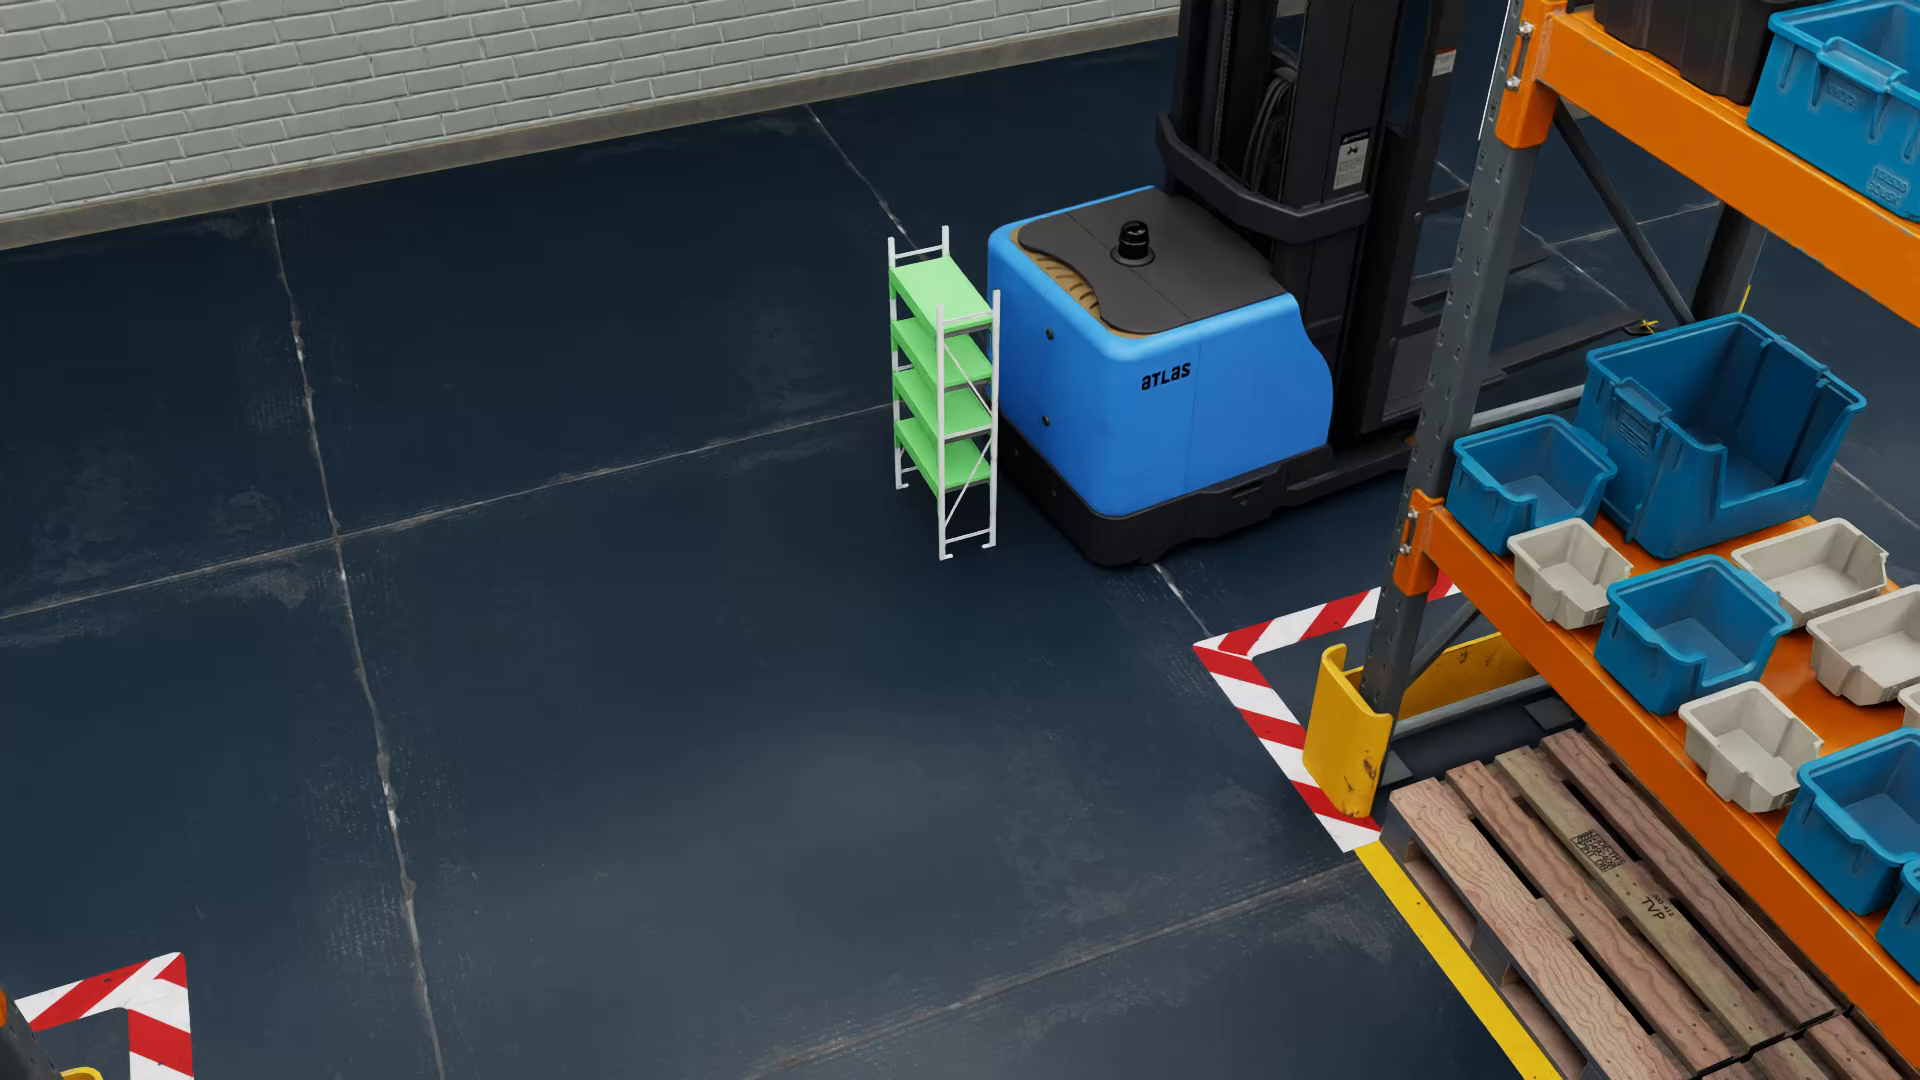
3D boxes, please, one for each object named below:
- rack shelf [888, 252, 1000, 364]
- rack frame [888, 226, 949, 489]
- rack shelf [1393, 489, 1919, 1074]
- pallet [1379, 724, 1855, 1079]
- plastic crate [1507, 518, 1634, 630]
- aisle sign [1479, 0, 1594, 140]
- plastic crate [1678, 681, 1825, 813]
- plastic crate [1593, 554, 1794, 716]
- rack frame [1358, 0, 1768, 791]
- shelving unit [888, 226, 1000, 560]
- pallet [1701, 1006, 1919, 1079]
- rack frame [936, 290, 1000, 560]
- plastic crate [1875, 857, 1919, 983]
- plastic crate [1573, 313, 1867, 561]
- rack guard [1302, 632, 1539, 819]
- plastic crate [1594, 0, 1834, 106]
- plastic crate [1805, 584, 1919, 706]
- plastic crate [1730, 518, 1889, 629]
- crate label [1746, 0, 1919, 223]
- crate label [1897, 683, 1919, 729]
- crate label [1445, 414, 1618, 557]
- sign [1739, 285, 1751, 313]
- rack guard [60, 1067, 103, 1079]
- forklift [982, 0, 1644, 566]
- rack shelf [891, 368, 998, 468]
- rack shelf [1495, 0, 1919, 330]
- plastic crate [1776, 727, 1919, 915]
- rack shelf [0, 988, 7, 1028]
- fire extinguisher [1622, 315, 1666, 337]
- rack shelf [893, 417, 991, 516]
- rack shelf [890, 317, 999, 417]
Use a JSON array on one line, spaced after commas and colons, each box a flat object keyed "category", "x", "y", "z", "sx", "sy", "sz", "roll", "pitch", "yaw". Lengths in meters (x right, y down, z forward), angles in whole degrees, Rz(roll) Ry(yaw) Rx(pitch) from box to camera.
[{"category": "rack shelf", "x": -0.063, "y": -0.870, "z": 6.203, "sx": 0.258, "sy": 0.148, "sz": 0.480, "roll": -15, "pitch": 43, "yaw": -17}, {"category": "rack frame", "x": -0.157, "y": -0.702, "z": 6.646, "sx": 0.240, "sy": 1.200, "sz": 0.015, "roll": -15, "pitch": 43, "yaw": -17}, {"category": "rack shelf", "x": 2.575, "y": 1.062, "z": 3.766, "sx": 1.077, "sy": 0.370, "sz": 4.000, "roll": -15, "pitch": 43, "yaw": -17}, {"category": "pallet", "x": 2.089, "y": 1.148, "z": 5.253, "sx": 1.003, "sy": 0.211, "sz": 1.213, "roll": -15, "pitch": 43, "yaw": -17}, {"category": "plastic crate", "x": 1.646, "y": 0.106, "z": 4.482, "sx": 0.250, "sy": 0.136, "sz": 0.298, "roll": -15, "pitch": 43, "yaw": -17}, {"category": "aisle sign", "x": 1.508, "y": -1.371, "z": 4.049, "sx": 0.394, "sy": 0.787, "sz": 0.004, "roll": -15, "pitch": 43, "yaw": -17}, {"category": "plastic crate", "x": 1.906, "y": 0.515, "z": 4.007, "sx": 0.250, "sy": 0.136, "sz": 0.298, "roll": -15, "pitch": 43, "yaw": -17}, {"category": "plastic crate", "x": 1.852, "y": 0.252, "z": 4.238, "sx": 0.416, "sy": 0.233, "sz": 0.300, "roll": -15, "pitch": 43, "yaw": -17}, {"category": "rack frame", "x": 1.810, "y": -0.416, "z": 4.933, "sx": 1.000, "sy": 3.000, "sz": 0.127, "roll": -15, "pitch": 43, "yaw": -17}, {"category": "shelving unit", "x": -0.063, "y": -0.555, "z": 6.475, "sx": 0.258, "sy": 1.200, "sz": 0.503, "roll": -15, "pitch": 43, "yaw": -17}, {"category": "pallet", "x": 2.552, "y": 1.882, "z": 4.400, "sx": 1.003, "sy": 0.211, "sz": 1.213, "roll": -15, "pitch": 43, "yaw": -17}, {"category": "rack frame", "x": 0.030, "y": -0.408, "z": 6.304, "sx": 0.240, "sy": 1.200, "sz": 0.015, "roll": -15, "pitch": 43, "yaw": -17}, {"category": "plastic crate", "x": 2.218, "y": 0.830, "z": 3.567, "sx": 0.416, "sy": 0.233, "sz": 0.300, "roll": -15, "pitch": 43, "yaw": -17}, {"category": "plastic crate", "x": 2.110, "y": -0.297, "z": 4.721, "sx": 0.616, "sy": 0.435, "sz": 0.499, "roll": -15, "pitch": 43, "yaw": -17}, {"category": "rack guard", "x": 1.788, "y": 0.521, "z": 5.761, "sx": 1.175, "sy": 0.500, "sz": 0.348, "roll": -15, "pitch": 43, "yaw": -17}, {"category": "plastic crate", "x": 1.699, "y": -1.202, "z": 3.647, "sx": 0.497, "sy": 0.269, "sz": 0.590, "roll": -15, "pitch": 43, "yaw": -17}, {"category": "plastic crate", "x": 2.386, "y": 0.286, "z": 4.273, "sx": 0.396, "sy": 0.136, "sz": 0.243, "roll": -15, "pitch": 43, "yaw": -17}, {"category": "plastic crate", "x": 2.289, "y": 0.108, "z": 4.480, "sx": 0.396, "sy": 0.136, "sz": 0.243, "roll": -15, "pitch": 43, "yaw": -17}, {"category": "crate label", "x": 1.864, "y": -0.860, "z": 3.263, "sx": 0.408, "sy": 0.251, "sz": 0.502, "roll": -15, "pitch": 43, "yaw": -17}, {"category": "crate label", "x": 2.516, "y": 0.447, "z": 4.085, "sx": 0.396, "sy": 0.136, "sz": 0.243, "roll": -15, "pitch": 43, "yaw": -17}, {"category": "crate label", "x": 1.600, "y": -0.144, "z": 4.699, "sx": 0.416, "sy": 0.233, "sz": 0.303, "roll": -15, "pitch": 43, "yaw": -17}, {"category": "sign", "x": 2.312, "y": -0.625, "z": 5.051, "sx": 0.100, "sy": 0.325, "sz": 0.005, "roll": -15, "pitch": 43, "yaw": -17}, {"category": "rack guard", "x": -2.739, "y": 1.811, "z": 4.260, "sx": 1.175, "sy": 0.500, "sz": 0.348, "roll": -15, "pitch": 43, "yaw": -17}, {"category": "forklift", "x": 1.640, "y": -1.697, "z": 6.475, "sx": 3.031, "sy": 2.935, "sz": 1.130, "roll": -19, "pitch": 44, "yaw": -21}, {"category": "rack shelf", "x": -0.063, "y": -0.506, "z": 6.516, "sx": 0.258, "sy": 0.148, "sz": 0.480, "roll": -15, "pitch": 43, "yaw": -17}, {"category": "rack shelf", "x": 2.575, "y": -0.075, "z": 2.788, "sx": 1.077, "sy": 0.370, "sz": 4.000, "roll": -15, "pitch": 43, "yaw": -17}, {"category": "plastic crate", "x": 2.104, "y": 0.649, "z": 3.777, "sx": 0.416, "sy": 0.233, "sz": 0.300, "roll": -15, "pitch": 43, "yaw": -17}, {"category": "rack shelf", "x": -2.003, "y": 2.295, "z": 2.332, "sx": 1.077, "sy": 0.370, "sz": 4.000, "roll": -15, "pitch": 43, "yaw": -17}, {"category": "fire extinguisher", "x": 2.172, "y": -0.449, "z": 5.317, "sx": 0.296, "sy": 0.674, "sz": 0.183, "roll": -15, "pitch": 43, "yaw": -17}, {"category": "rack shelf", "x": -0.063, "y": -0.324, "z": 6.673, "sx": 0.258, "sy": 0.148, "sz": 0.480, "roll": -15, "pitch": 43, "yaw": -17}, {"category": "rack shelf", "x": -0.063, "y": -0.688, "z": 6.360, "sx": 0.258, "sy": 0.148, "sz": 0.480, "roll": -15, "pitch": 43, "yaw": -17}]
